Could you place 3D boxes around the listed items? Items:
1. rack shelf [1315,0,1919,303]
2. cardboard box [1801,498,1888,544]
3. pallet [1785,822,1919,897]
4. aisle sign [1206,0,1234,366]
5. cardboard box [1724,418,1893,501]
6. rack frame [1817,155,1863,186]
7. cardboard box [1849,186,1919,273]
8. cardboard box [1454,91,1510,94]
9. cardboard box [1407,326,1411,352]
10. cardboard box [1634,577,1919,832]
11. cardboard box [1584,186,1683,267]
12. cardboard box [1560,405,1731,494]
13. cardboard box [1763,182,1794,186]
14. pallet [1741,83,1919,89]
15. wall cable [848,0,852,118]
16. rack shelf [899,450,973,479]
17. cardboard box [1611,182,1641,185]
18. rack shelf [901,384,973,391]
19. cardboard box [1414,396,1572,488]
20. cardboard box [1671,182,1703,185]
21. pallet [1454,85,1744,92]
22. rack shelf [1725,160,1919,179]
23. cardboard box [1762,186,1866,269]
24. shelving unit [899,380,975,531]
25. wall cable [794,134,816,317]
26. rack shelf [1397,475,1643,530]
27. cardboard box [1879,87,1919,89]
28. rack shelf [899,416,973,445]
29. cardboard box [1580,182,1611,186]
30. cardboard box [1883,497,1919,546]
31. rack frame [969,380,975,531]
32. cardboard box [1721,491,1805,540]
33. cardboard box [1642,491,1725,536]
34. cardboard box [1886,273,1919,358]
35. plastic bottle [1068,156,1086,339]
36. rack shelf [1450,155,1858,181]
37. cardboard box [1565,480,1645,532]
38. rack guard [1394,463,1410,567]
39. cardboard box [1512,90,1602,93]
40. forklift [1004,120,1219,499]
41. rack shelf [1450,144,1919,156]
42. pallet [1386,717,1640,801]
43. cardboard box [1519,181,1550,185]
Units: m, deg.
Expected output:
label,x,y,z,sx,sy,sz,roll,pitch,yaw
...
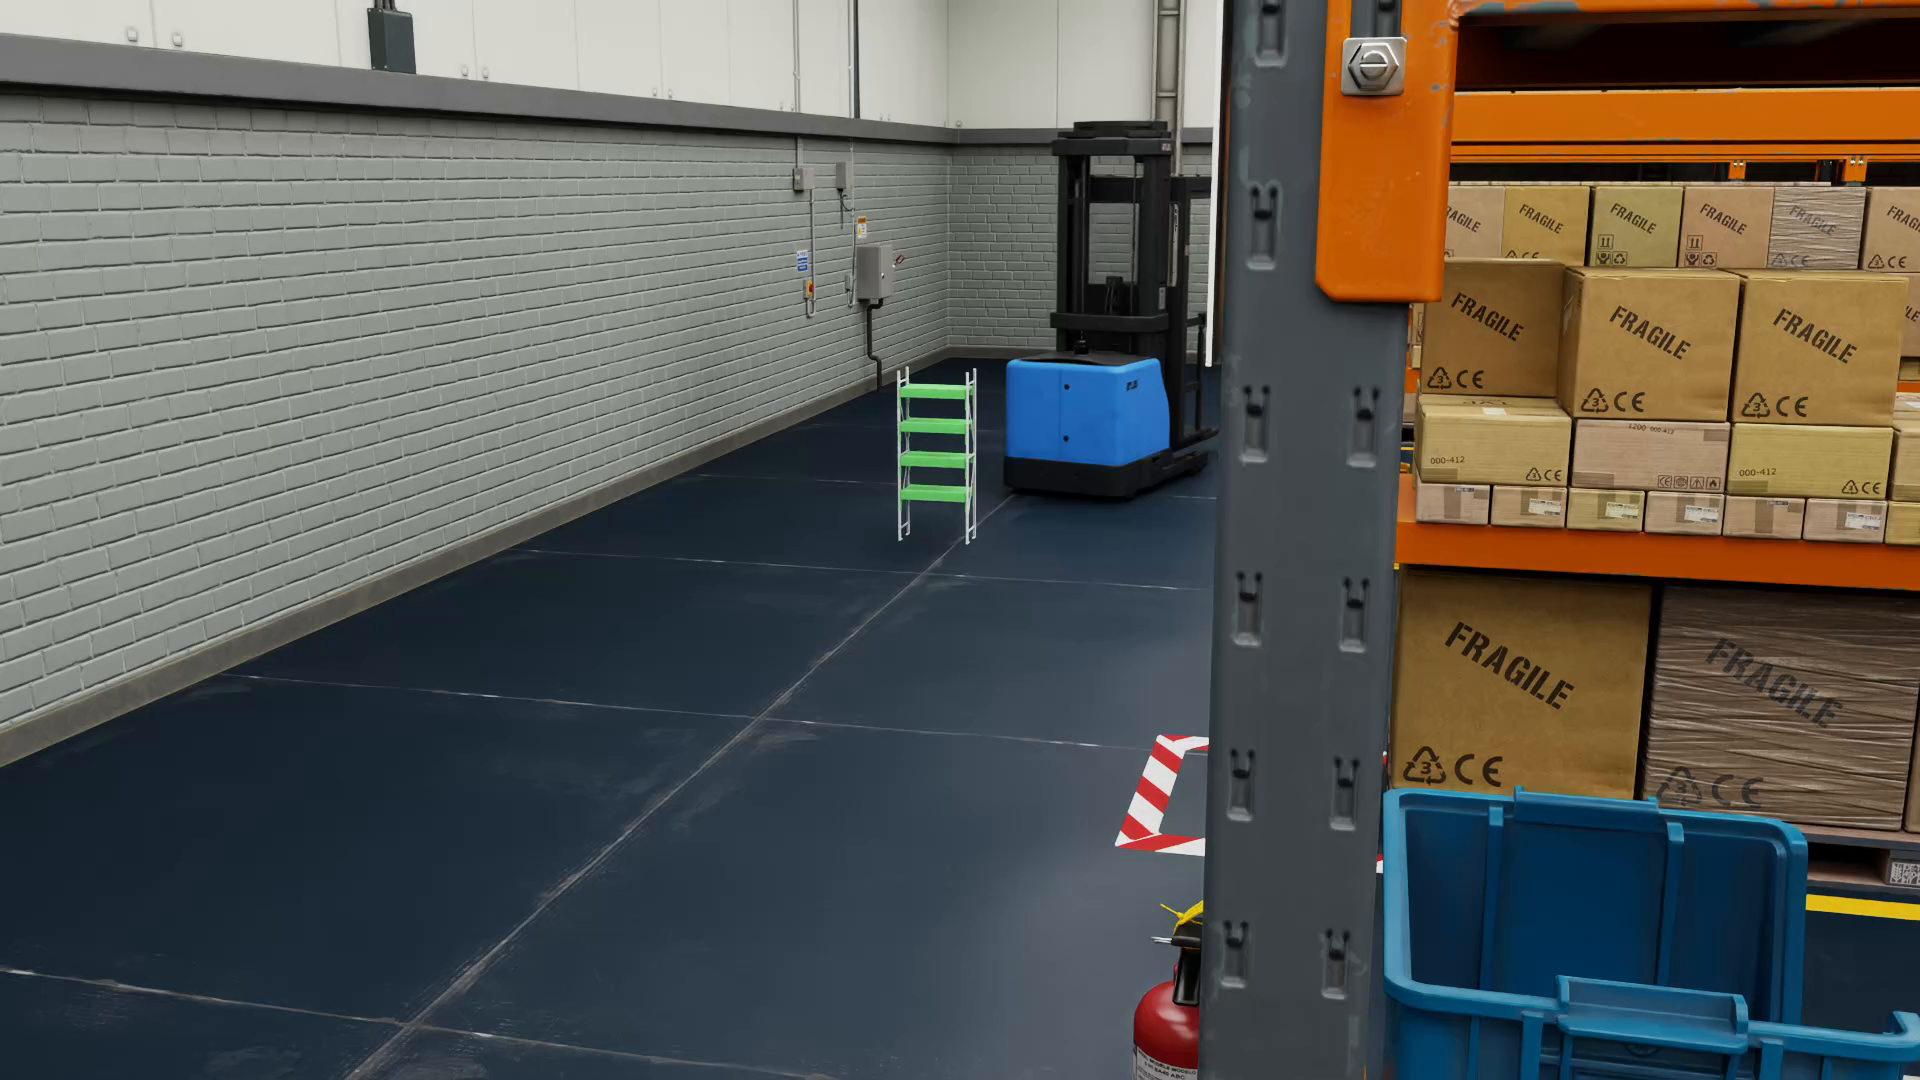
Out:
label,x,y,z,sx,sy,sz,roll,pitch,yaw
rack shelf,2.306,-0.348,1.112,4.000,0.370,1.077,3,13,14
cardboard box,3.065,-0.103,5.854,0.250,0.149,0.380,3,13,13
pallet,3.527,1.070,6.423,1.213,0.211,1.003,3,13,14
aisle sign,0.223,-0.549,1.280,0.004,0.787,0.394,3,13,14
cardboard box,2.946,-0.318,5.901,0.500,0.250,0.500,3,13,12
rack frame,7.809,-2.256,14.978,0.127,3.000,1.000,3,13,14
cardboard box,5.697,-1.886,10.081,0.500,0.500,0.500,3,13,12
cardboard box,3.212,-2.732,10.543,0.500,0.250,0.500,4,13,16
cardboard box,5.682,-2.443,20.612,0.637,0.503,0.797,3,13,11
cardboard box,3.075,0.516,6.419,0.875,0.875,0.875,3,13,14
cardboard box,4.201,-1.964,10.436,0.500,0.500,0.500,3,13,12
cardboard box,2.459,-0.345,6.021,0.500,0.250,0.500,3,13,13
cardboard box,7.204,-3.096,14.724,0.250,0.149,0.380,3,13,15
pallet,3.462,-1.702,5.759,1.213,0.211,1.003,3,13,14
wall cable,-1.482,-5.787,17.040,0.029,3.000,2.355,3,13,14
rack shelf,-0.161,-0.532,11.656,0.480,0.148,0.258,3,13,14
cardboard box,5.965,-3.148,14.961,0.250,0.149,0.380,3,13,14
rack shelf,-0.161,-1.053,11.541,0.457,0.021,0.221,3,13,14
cardboard box,1.952,-0.370,6.137,0.500,0.250,0.500,3,13,12
cardboard box,6.462,-3.125,14.858,0.250,0.149,0.380,3,13,13
pallet,2.274,-1.765,6.042,1.213,0.211,1.003,3,13,14
rack shelf,10.936,-4.310,18.969,4.000,0.370,1.077,3,13,14
cardboard box,5.203,-1.915,10.214,0.500,0.500,0.500,3,13,15
shelving unit,-0.157,-0.594,11.642,0.487,1.046,0.258,3,13,14
wall cable,-1.555,-3.263,17.097,0.123,1.953,0.585,3,13,14
rack shelf,3.493,-0.055,6.102,3.809,0.052,0.919,3,13,14
cardboard box,5.698,-2.598,9.941,0.500,0.250,0.500,3,13,13
rack shelf,-0.161,-0.766,11.604,0.480,0.148,0.258,3,13,14
cardboard box,5.699,-3.152,14.976,0.250,0.149,0.380,3,13,12
cardboard box,3.310,-0.090,5.794,0.250,0.149,0.380,3,13,12
rack frame,0.076,-0.582,11.586,0.006,1.046,0.228,3,13,14
cardboard box,2.815,-0.117,5.914,0.250,0.149,0.380,3,13,12
cardboard box,2.568,-0.130,5.974,0.250,0.149,0.380,3,13,13
cardboard box,5.680,-1.397,10.188,0.500,0.500,0.500,3,13,12
plastic bottle,7.484,-1.253,10.456,14.463,2.616,20.093,3,13,14
rack shelf,5.867,-3.473,15.199,4.000,0.370,1.077,3,13,14
cardboard box,2.315,-0.143,6.034,0.250,0.149,0.380,3,13,12
rack guard,2.911,-0.193,11.451,0.348,0.500,1.175,3,13,14
cardboard box,3.722,-2.704,10.415,0.500,0.250,0.500,3,13,15
forklift,1.495,-2.031,14.120,1.130,2.935,3.031,7,14,28
rack shelf,4.779,-2.427,10.484,4.000,0.370,1.077,3,13,14
pallet,2.346,1.006,6.710,1.213,0.211,1.003,3,13,14
cardboard box,5.228,-3.192,15.160,0.250,0.149,0.380,3,13,14
